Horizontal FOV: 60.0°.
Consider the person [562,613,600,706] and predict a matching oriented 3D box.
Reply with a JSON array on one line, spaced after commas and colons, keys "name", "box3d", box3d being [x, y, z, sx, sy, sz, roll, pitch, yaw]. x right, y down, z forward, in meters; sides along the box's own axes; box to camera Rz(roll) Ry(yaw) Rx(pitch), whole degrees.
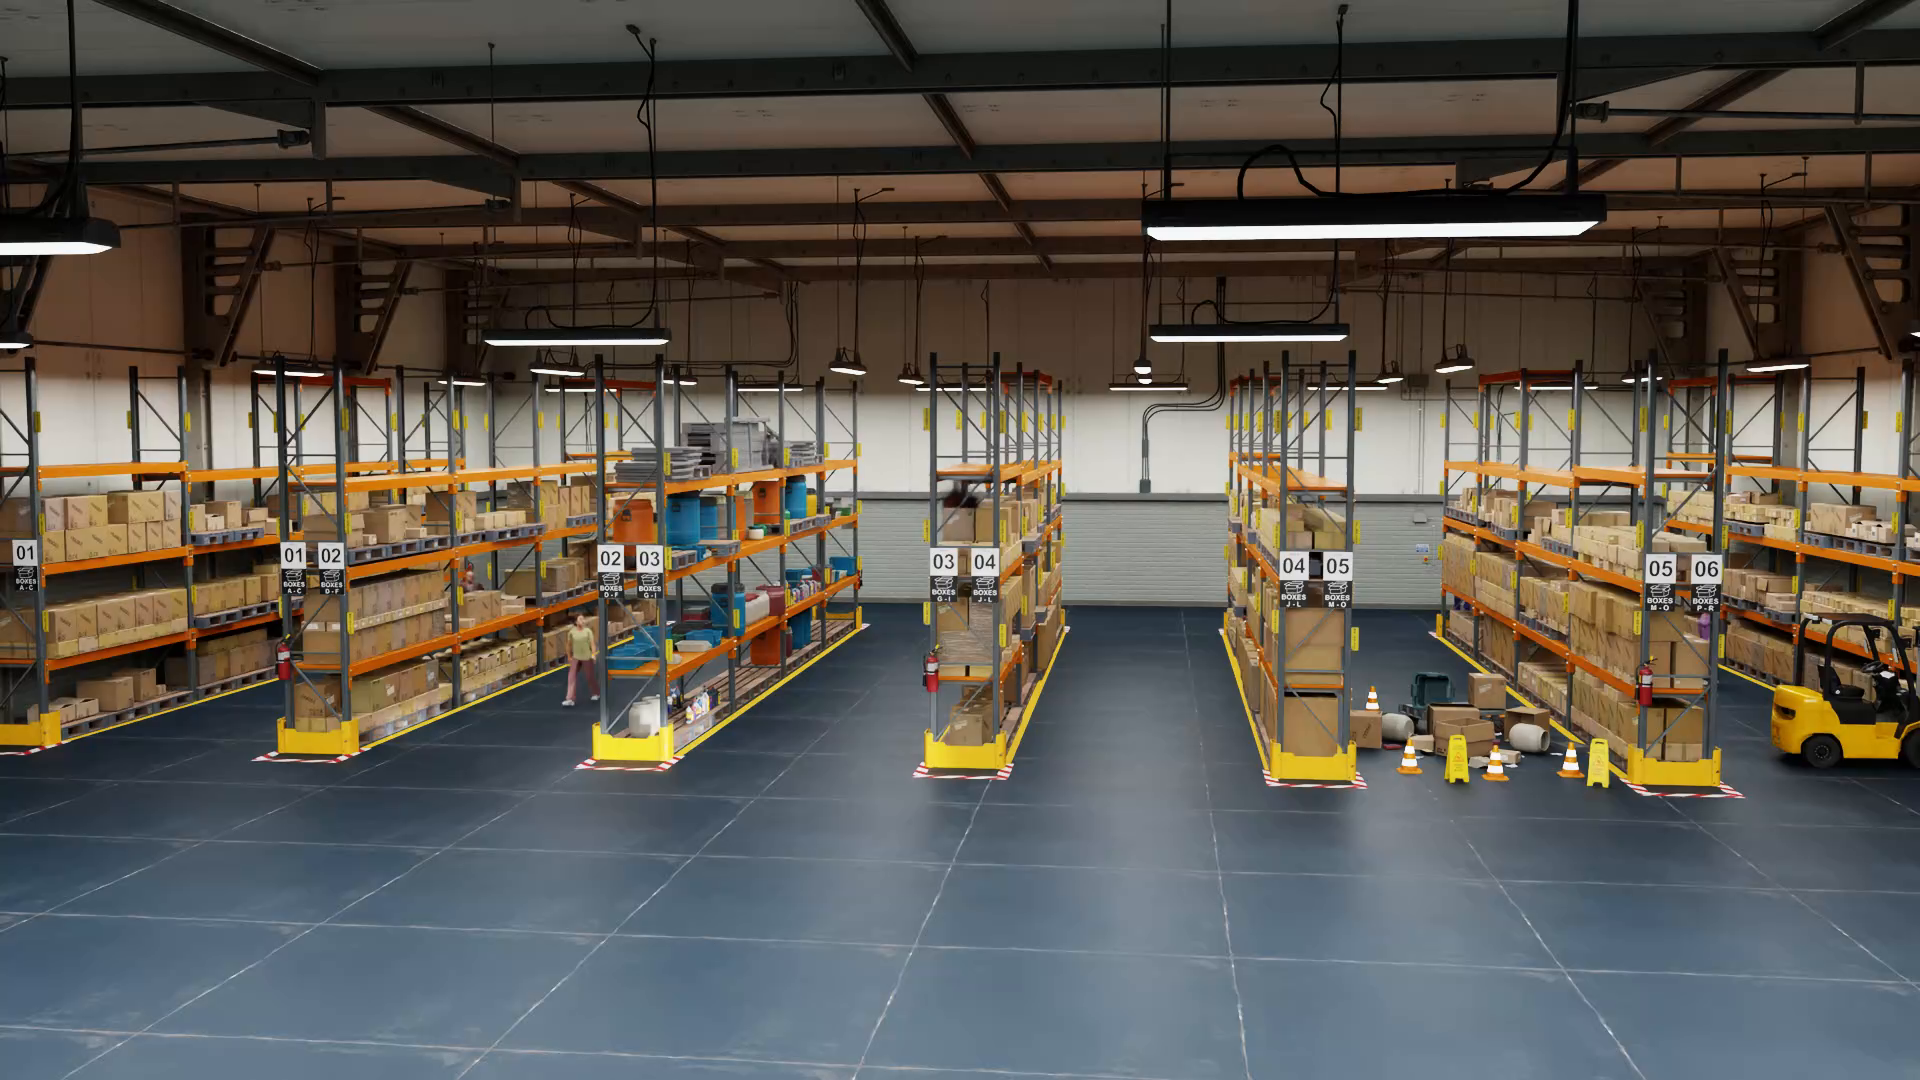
[{"name": "person", "box3d": [-6.696, 2.100, 29.444, 0.600, 1.617, 1.012, 1, 4, 17]}]

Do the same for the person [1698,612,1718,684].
[{"name": "person", "box3d": [14.295, 1.961, 31.798, 0.403, 1.599, 0.446, 1, 4, 17]}]

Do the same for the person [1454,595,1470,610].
[{"name": "person", "box3d": [12.731, 1.218, 42.078, 0.489, 1.662, 0.466, 0, 4, 4]}]

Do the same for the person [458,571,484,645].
[{"name": "person", "box3d": [-10.802, 1.584, 36.642, 0.756, 1.813, 0.936, 0, 4, 6]}]
